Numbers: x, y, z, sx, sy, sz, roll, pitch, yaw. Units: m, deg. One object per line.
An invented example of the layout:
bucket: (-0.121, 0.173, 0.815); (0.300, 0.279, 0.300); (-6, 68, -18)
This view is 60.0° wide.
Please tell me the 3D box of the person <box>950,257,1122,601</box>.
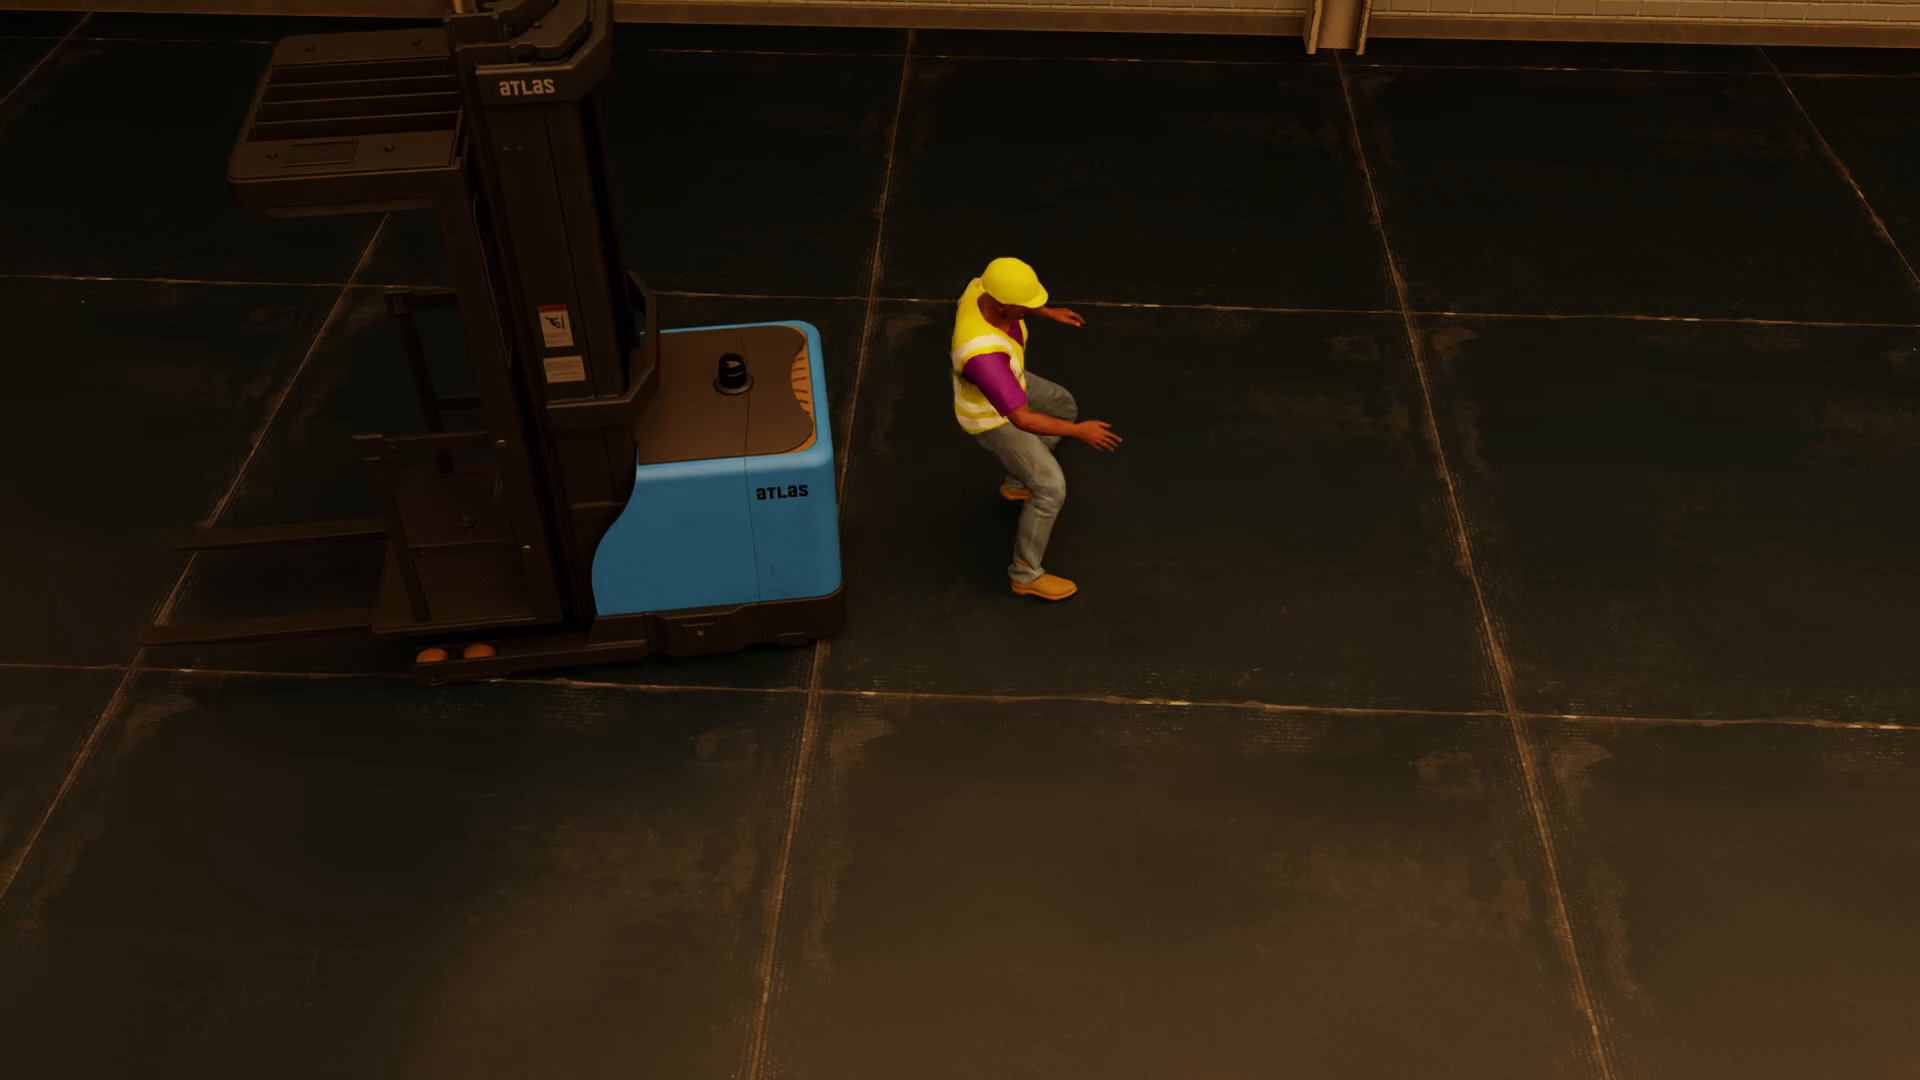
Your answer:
person: (0.342, -0.622, 7.428); (0.761, 1.585, 0.957); (3, 43, 4)

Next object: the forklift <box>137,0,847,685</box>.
forklift: (-2.060, -0.831, 6.653); (3.031, 2.935, 1.130); (-5, 43, -5)
